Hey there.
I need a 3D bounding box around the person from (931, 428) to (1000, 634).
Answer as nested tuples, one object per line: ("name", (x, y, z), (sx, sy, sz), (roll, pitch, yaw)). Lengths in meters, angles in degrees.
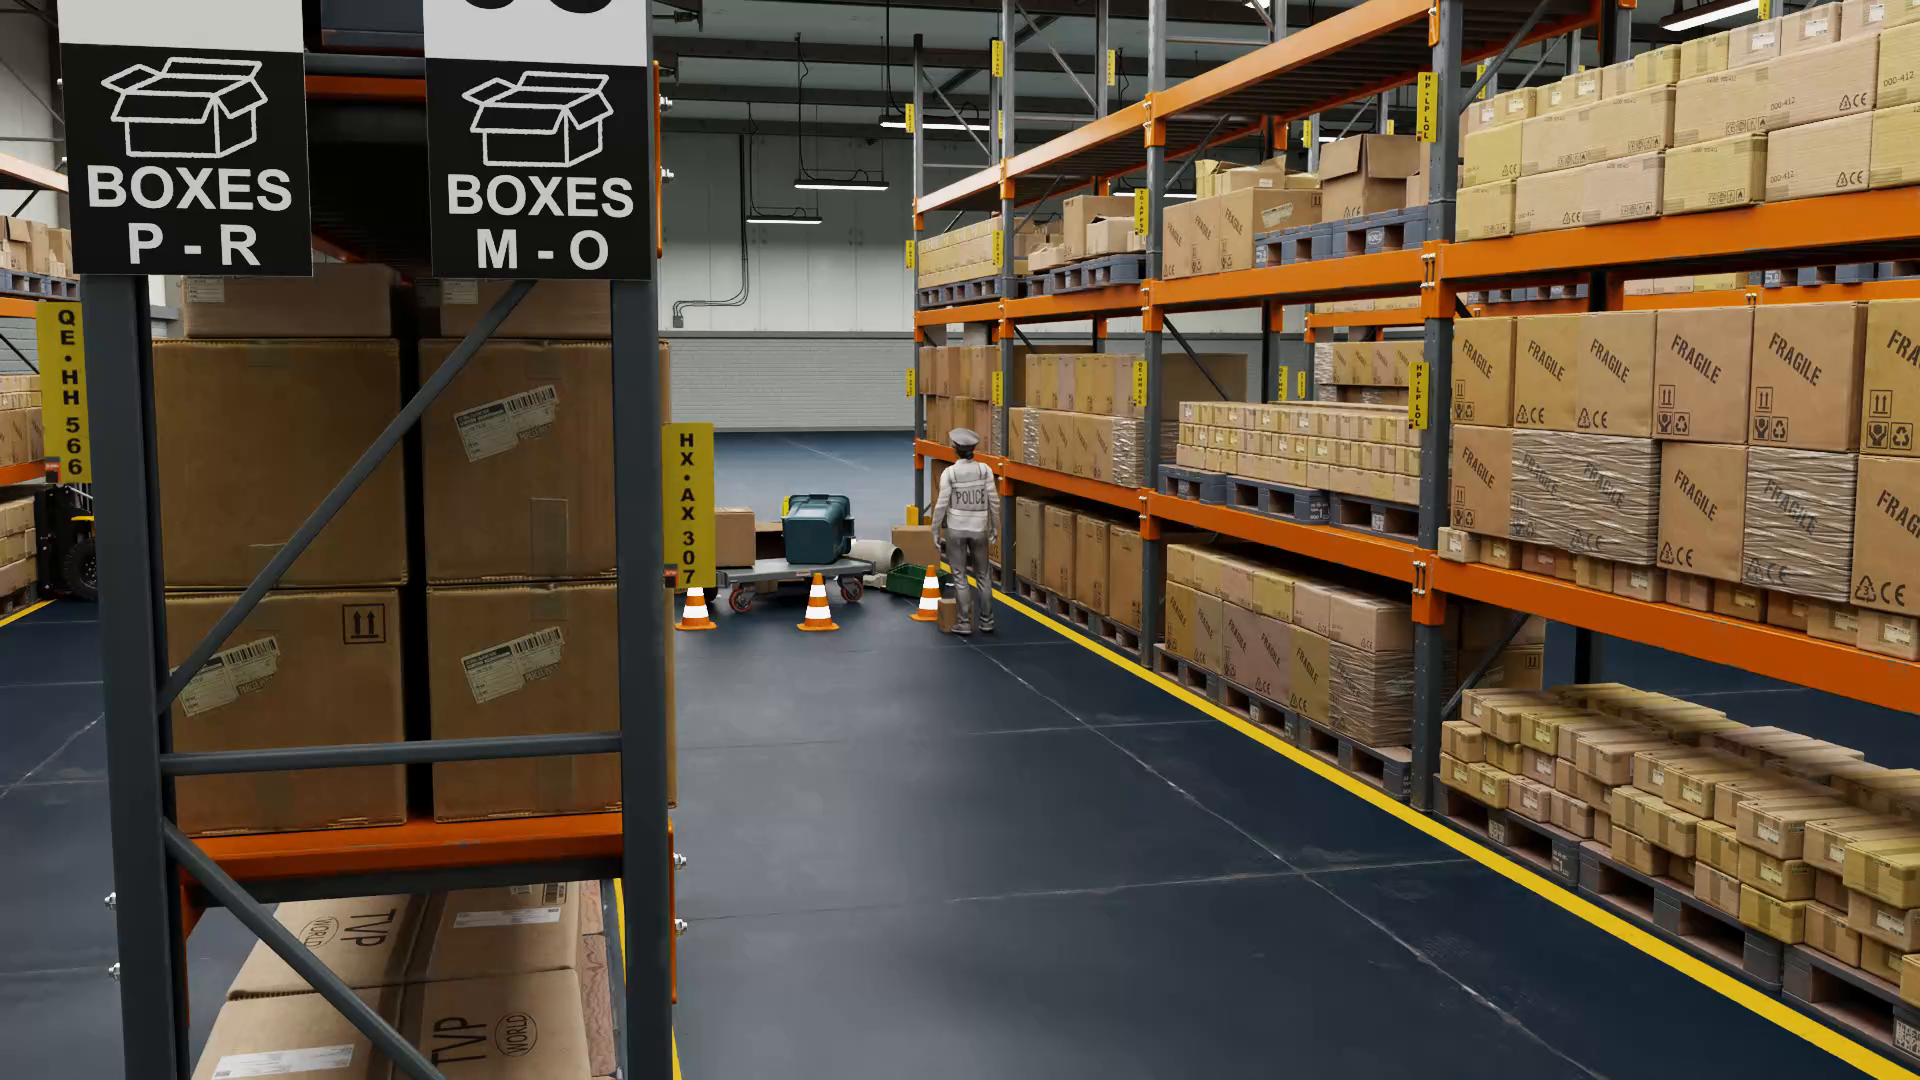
("person", (0.038, -0.074, 13.625), (0.587, 1.694, 0.529), (-2, 6, -14))
